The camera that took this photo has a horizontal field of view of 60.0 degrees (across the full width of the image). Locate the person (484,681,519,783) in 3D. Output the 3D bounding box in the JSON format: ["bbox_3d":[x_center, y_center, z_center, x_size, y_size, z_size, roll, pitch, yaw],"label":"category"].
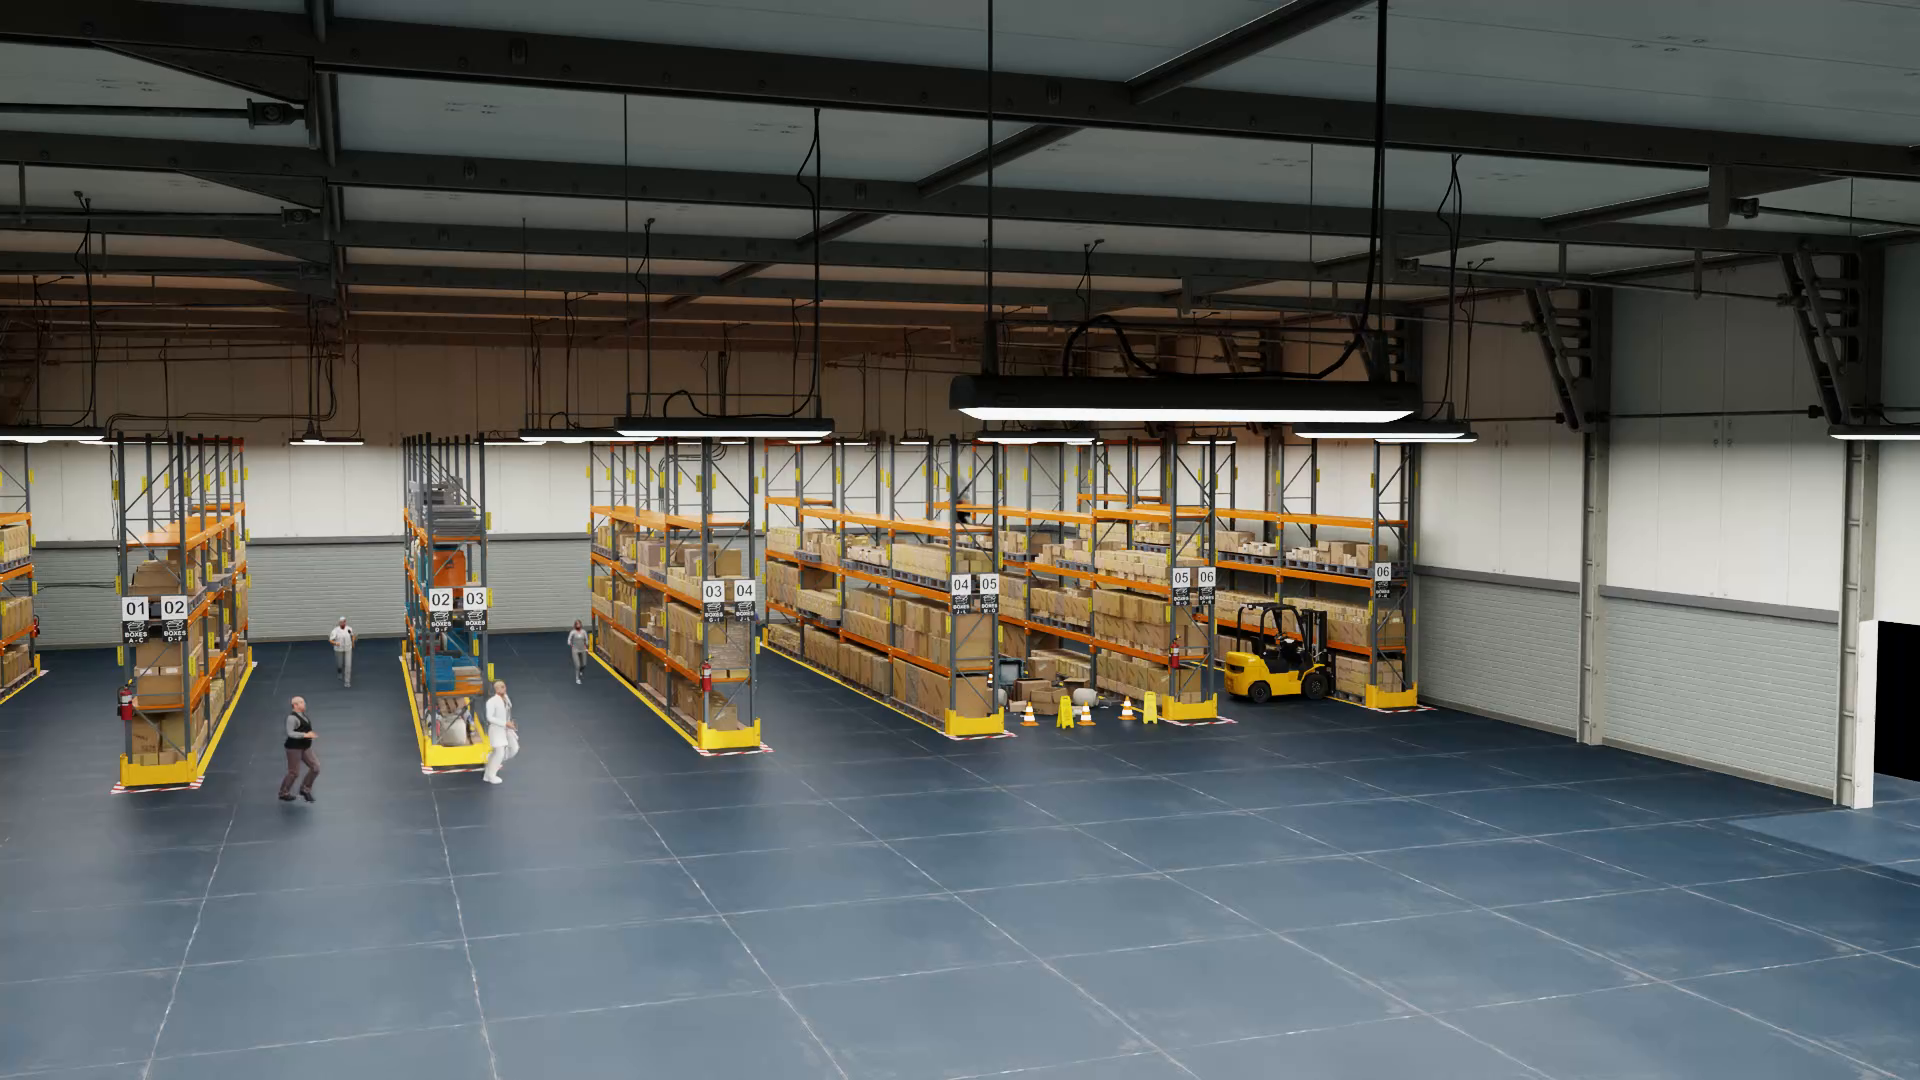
[{"bbox_3d":[-7.841,3.279,28.500,0.694,1.739,0.743,1,3,20],"label":"person"}]

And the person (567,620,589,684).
[{"bbox_3d":[-9.246,2.712,40.317,0.532,1.550,0.559,-1,3,-24],"label":"person"}]

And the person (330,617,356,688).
[{"bbox_3d":[-14.853,2.679,40.044,0.610,1.668,0.896,-2,4,-27],"label":"person"}]

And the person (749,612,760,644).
[{"bbox_3d":[-5.612,2.444,44.132,0.578,1.634,0.850,-1,3,-16],"label":"person"}]

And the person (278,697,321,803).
[{"bbox_3d":[-10.616,3.390,26.721,0.736,1.755,0.648,1,3,9],"label":"person"}]
